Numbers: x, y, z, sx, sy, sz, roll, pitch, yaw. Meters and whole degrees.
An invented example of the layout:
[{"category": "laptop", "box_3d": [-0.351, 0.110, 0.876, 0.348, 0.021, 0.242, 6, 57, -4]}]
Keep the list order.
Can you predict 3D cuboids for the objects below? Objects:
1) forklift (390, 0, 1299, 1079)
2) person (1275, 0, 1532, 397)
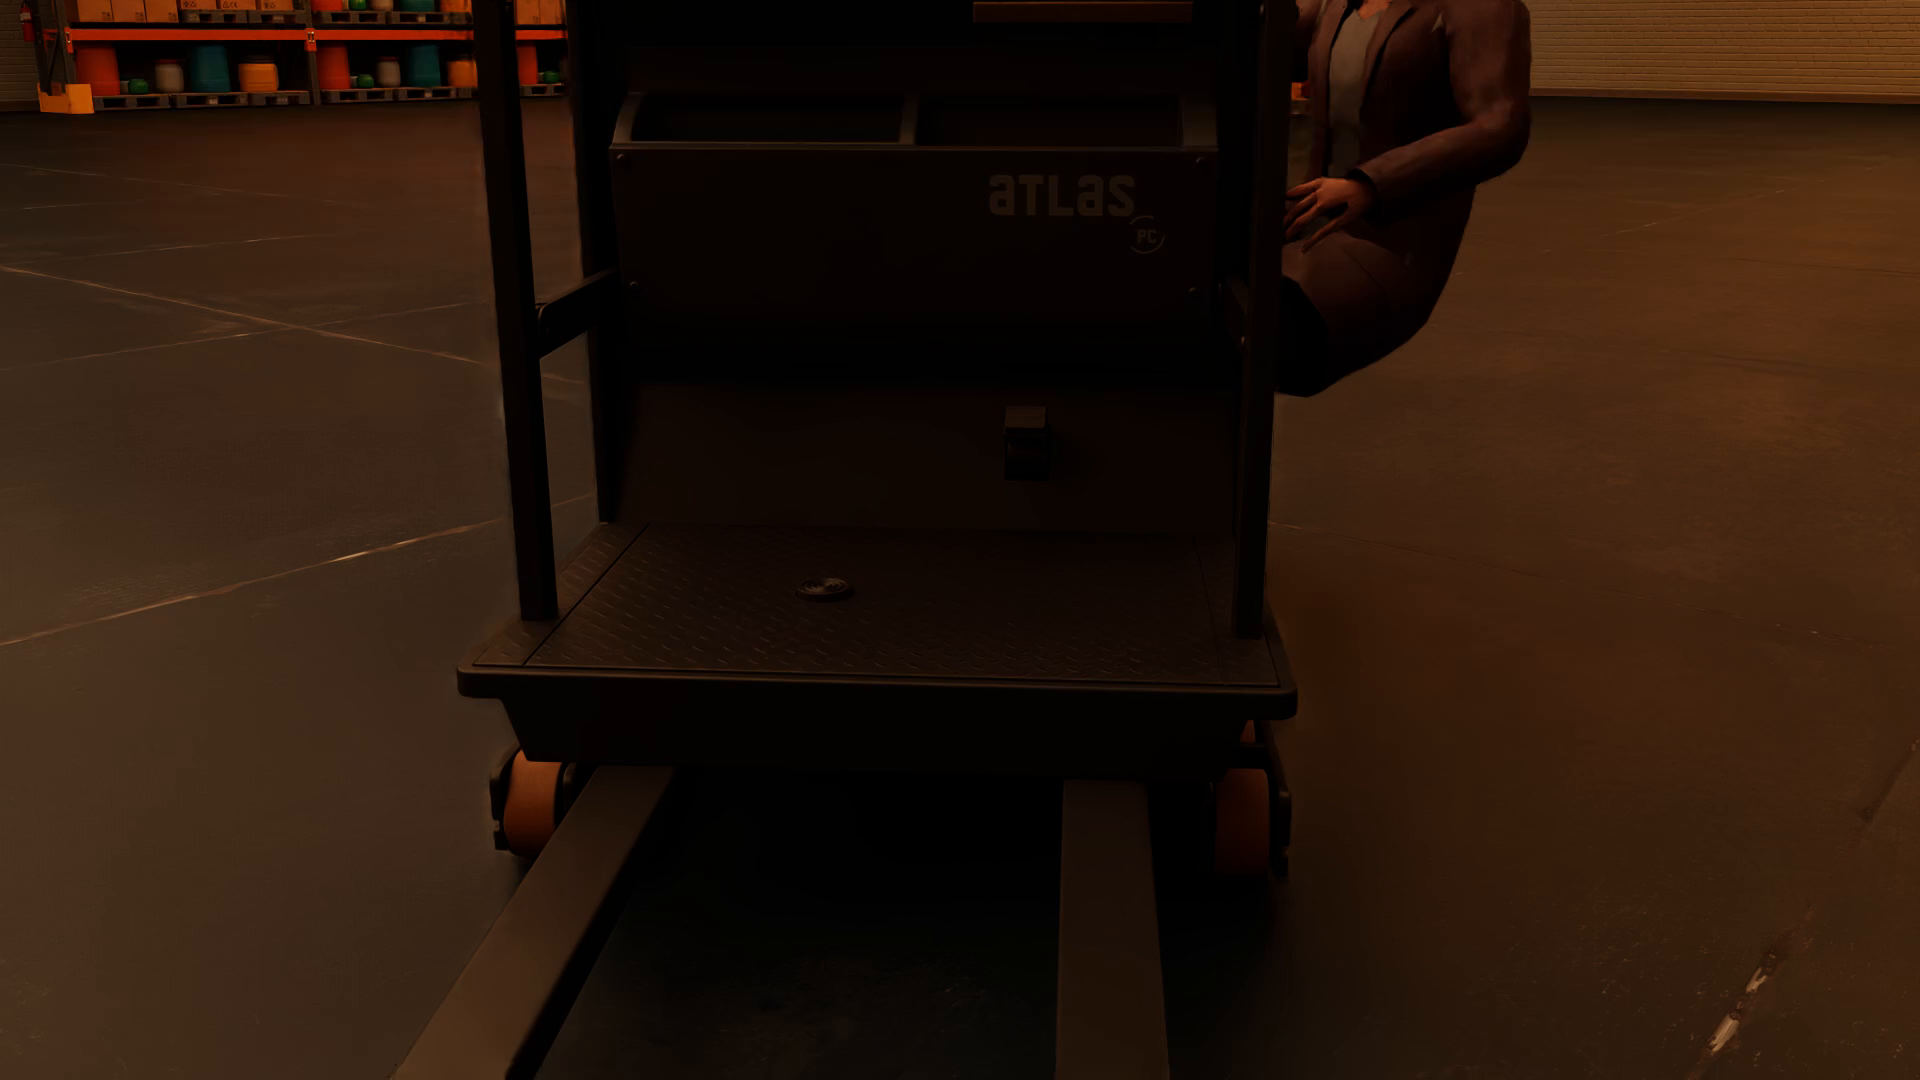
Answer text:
[{"category": "forklift", "box_3d": [-0.083, -1.017, 2.247, 1.130, 2.935, 3.031, 1, 17, 4]}, {"category": "person", "box_3d": [0.615, -0.572, 3.312, 0.908, 1.565, 0.862, -11, 20, -33]}]
